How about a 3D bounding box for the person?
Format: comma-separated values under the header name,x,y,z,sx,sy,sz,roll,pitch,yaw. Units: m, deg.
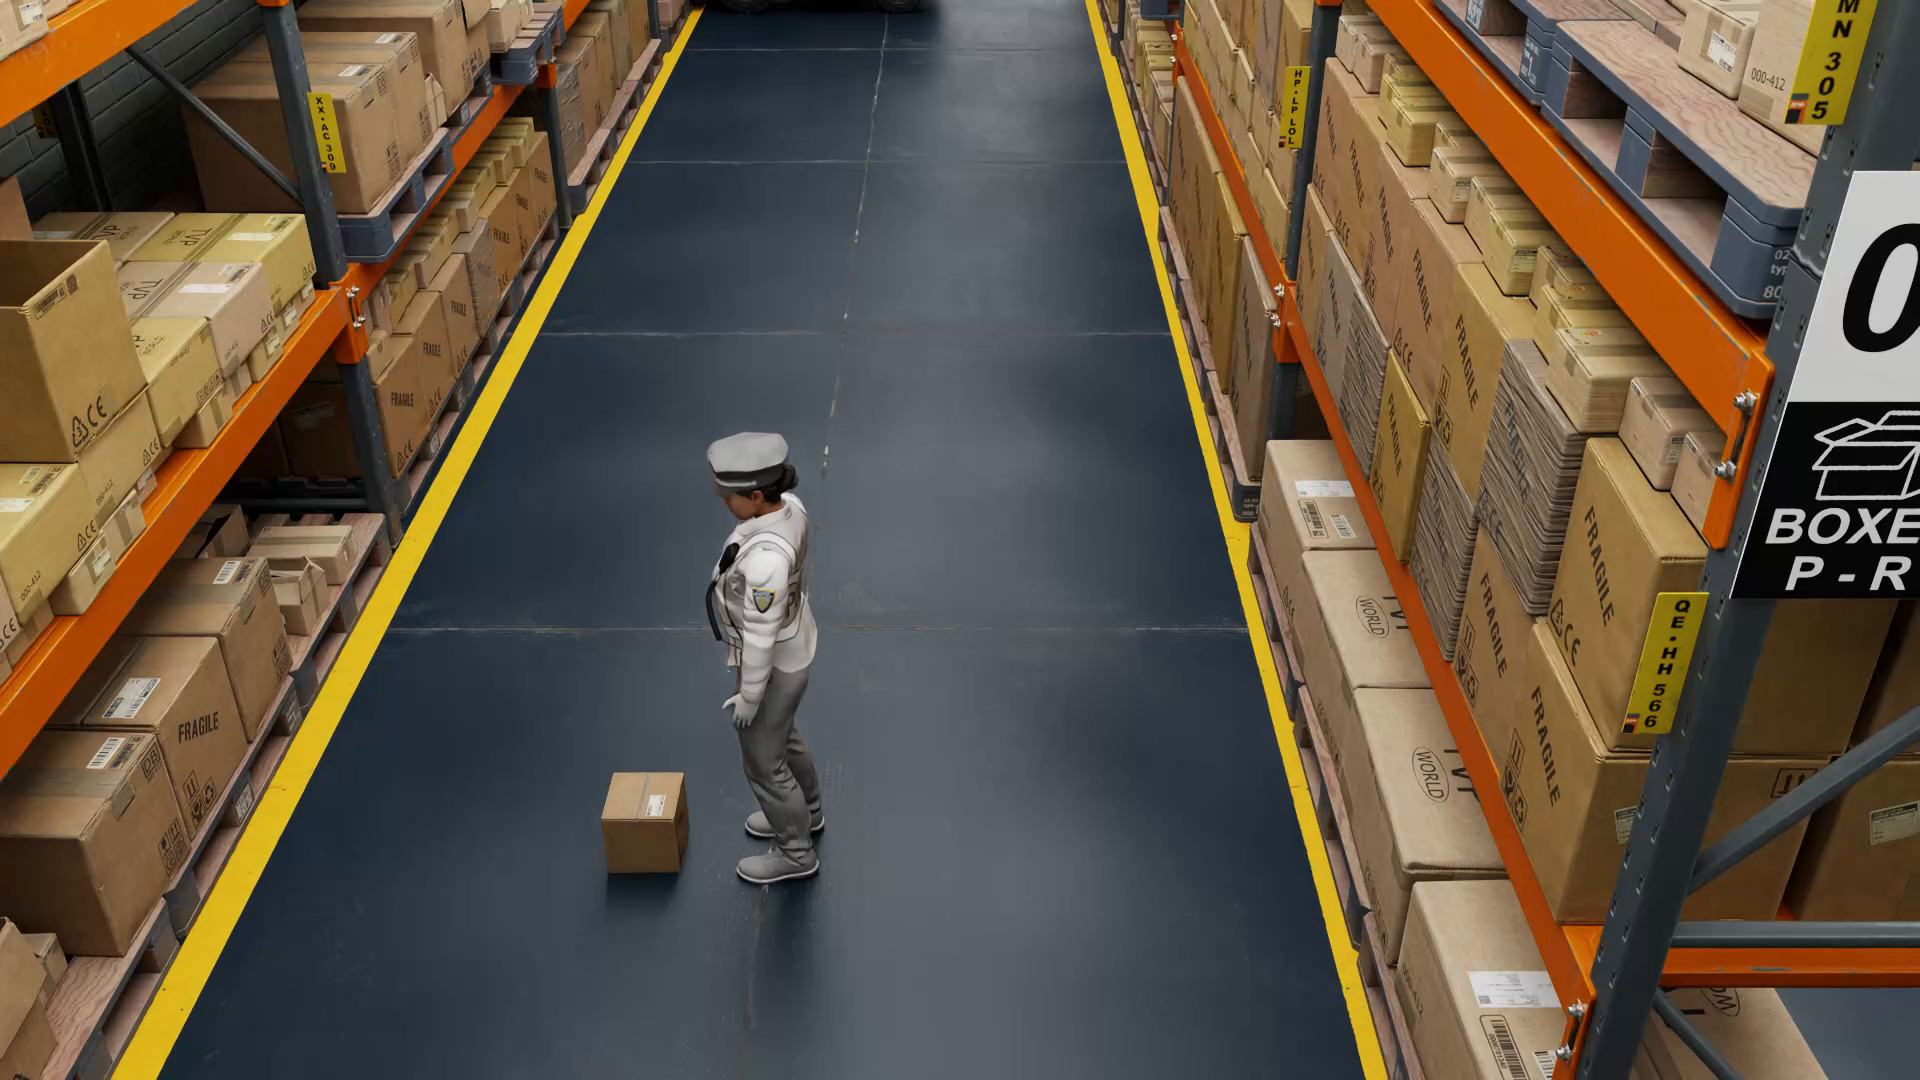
name,x,y,z,sx,sy,sz,roll,pitch,yaw
person,-0.633,0.413,5.474,0.327,1.662,0.472,0,32,1
